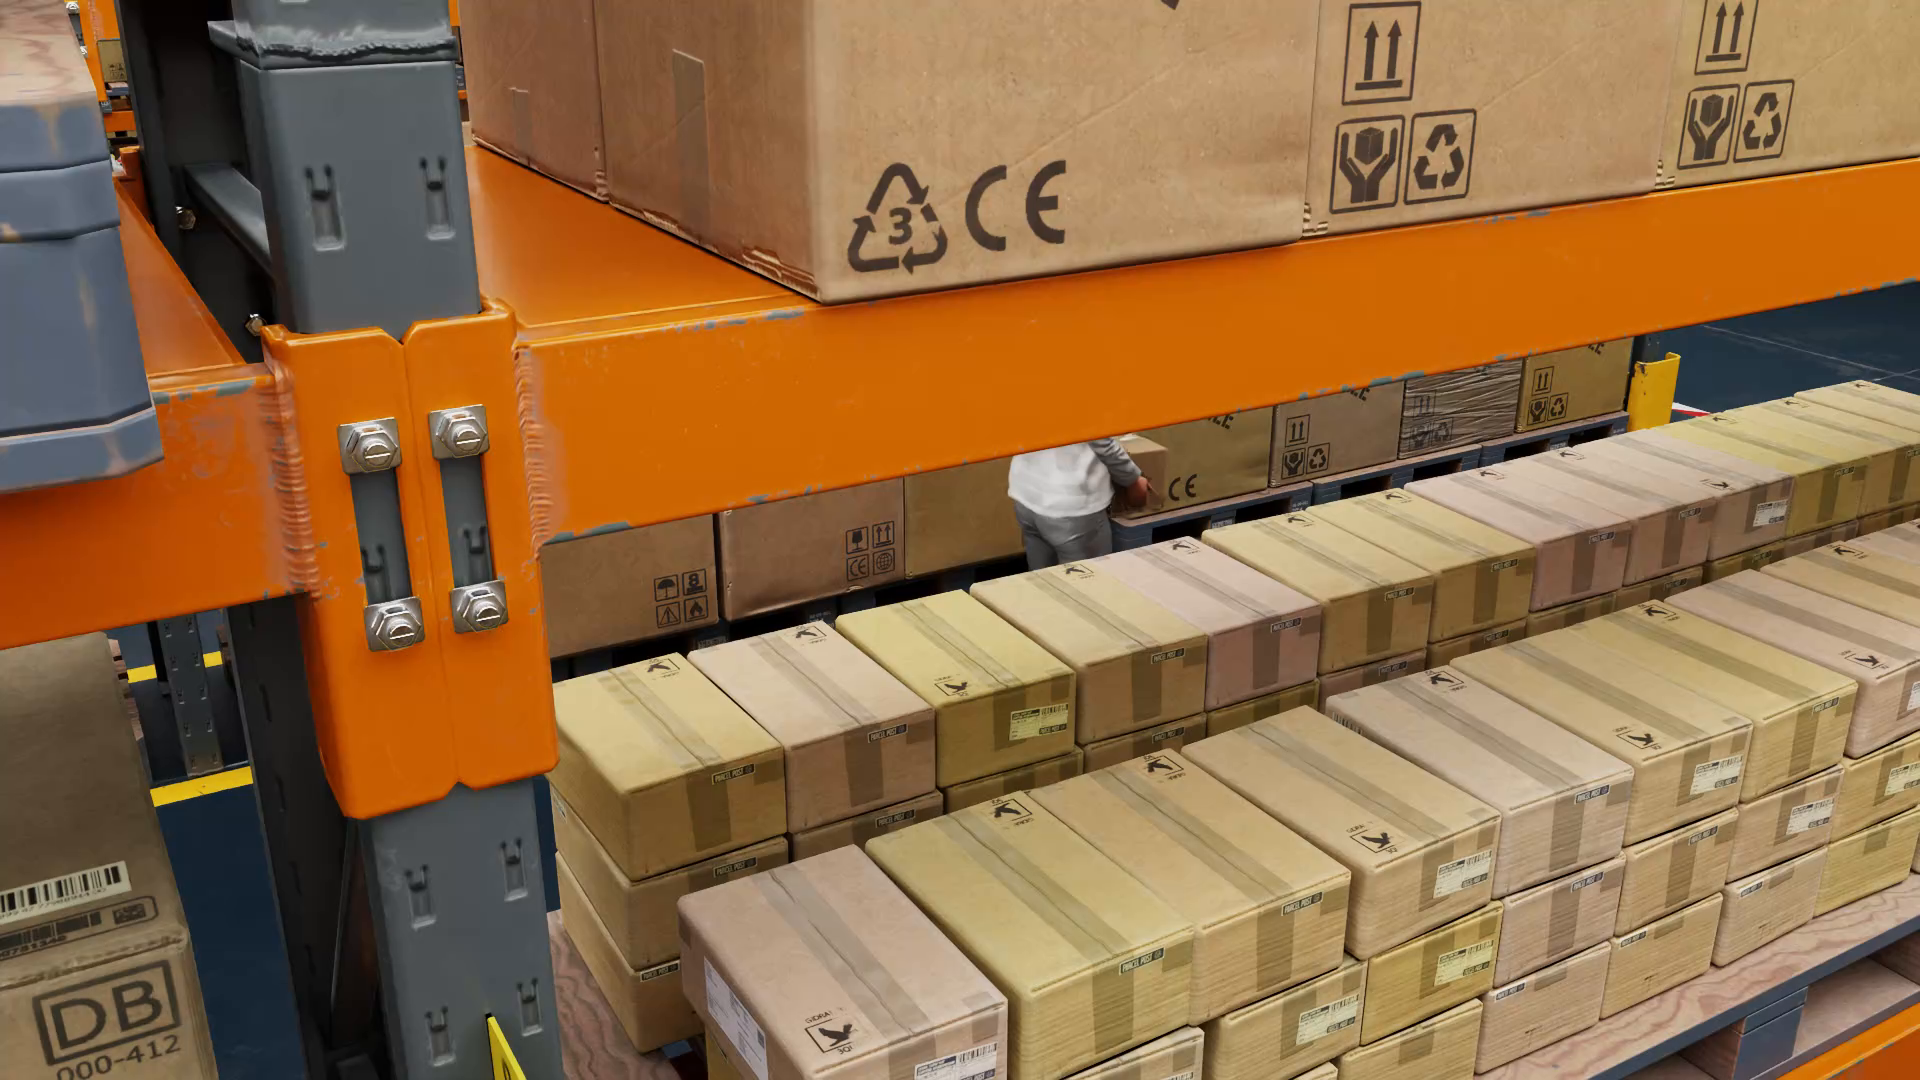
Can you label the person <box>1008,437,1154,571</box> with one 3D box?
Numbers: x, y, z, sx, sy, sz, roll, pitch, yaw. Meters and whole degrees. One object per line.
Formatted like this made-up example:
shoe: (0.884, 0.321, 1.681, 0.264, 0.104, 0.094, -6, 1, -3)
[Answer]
person: (0.455, -0.164, 6.463, 0.540, 1.773, 0.512, -12, 25, -28)
